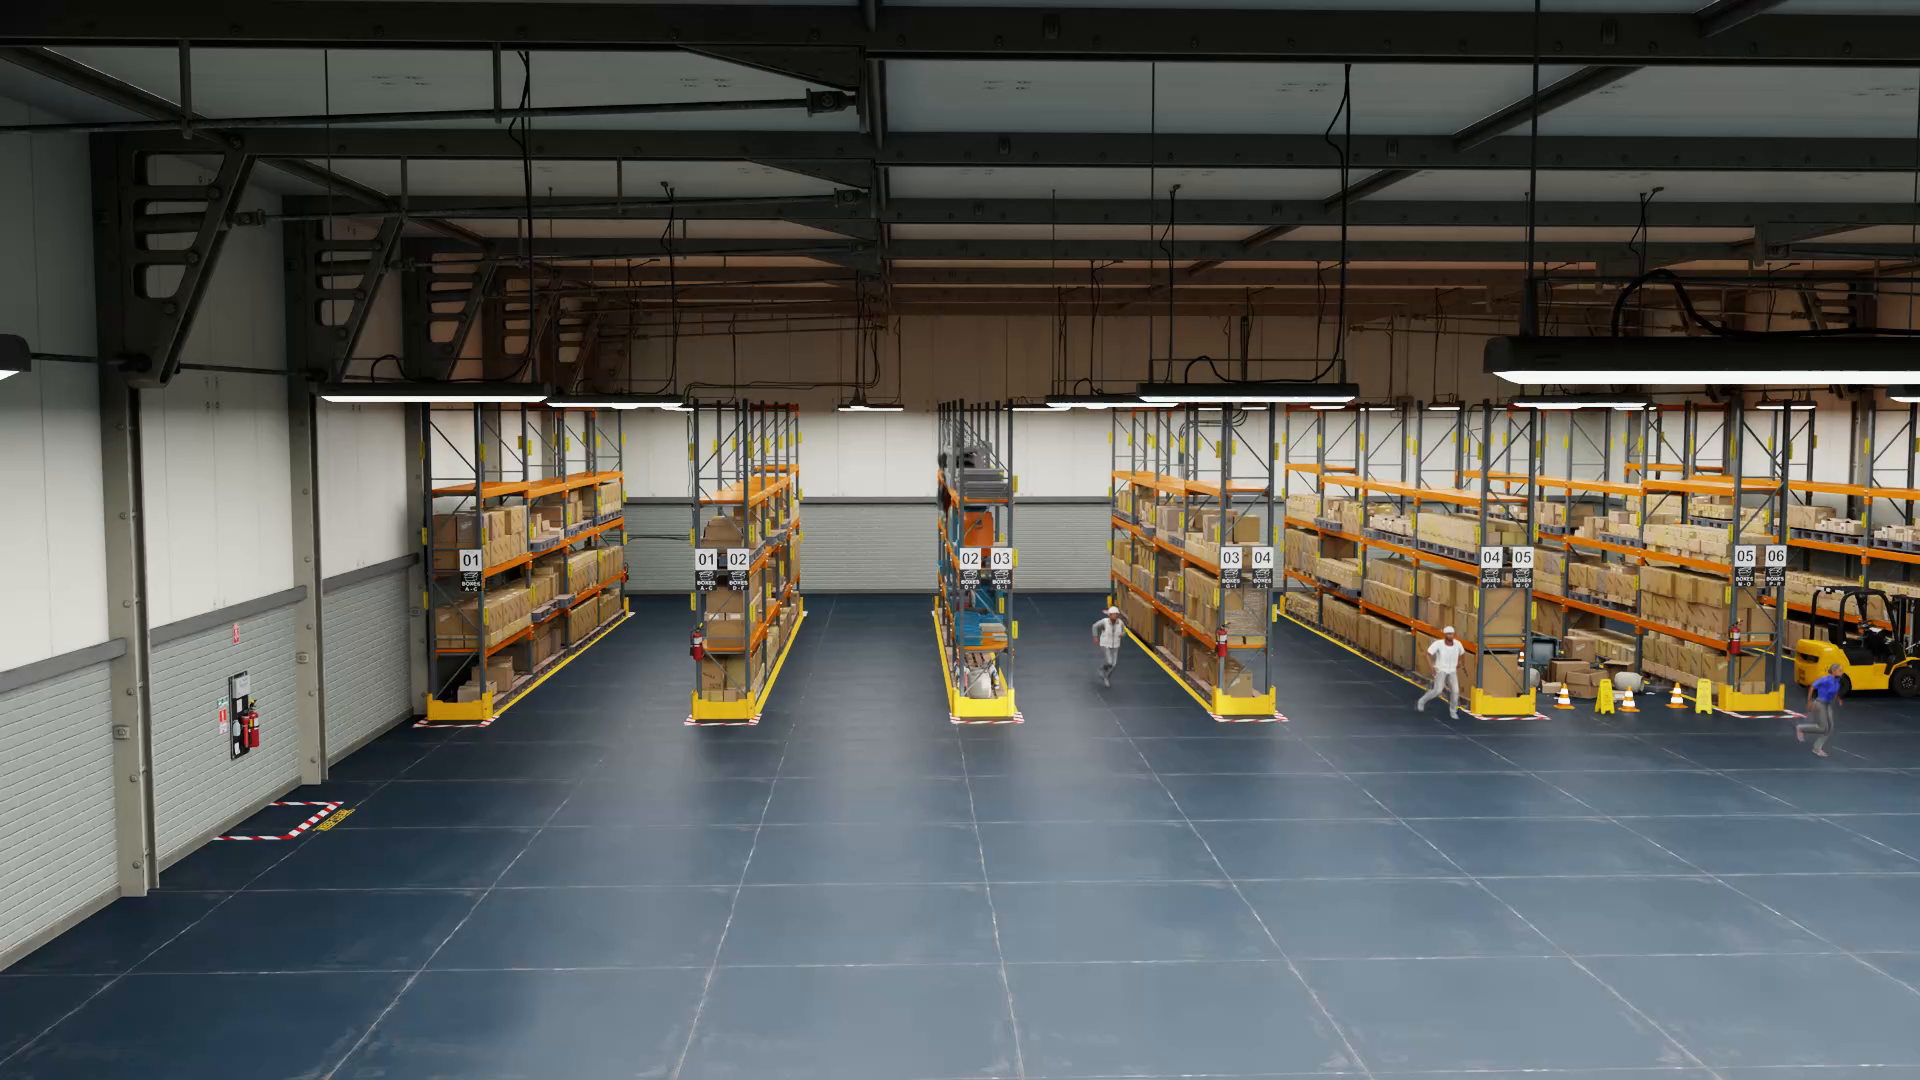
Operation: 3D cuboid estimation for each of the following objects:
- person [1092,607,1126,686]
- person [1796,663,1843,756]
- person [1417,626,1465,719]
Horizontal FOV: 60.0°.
[{"bbox_3d":[3.155,2.233,34.843,0.645,1.699,0.737,-2,5,-19],"label":"person"},{"bbox_3d":[14.468,2.833,27.965,0.566,1.593,0.719,-3,6,-38],"label":"person"},{"bbox_3d":[9.154,2.502,31.439,0.887,1.756,0.663,-1,4,-13],"label":"person"}]
